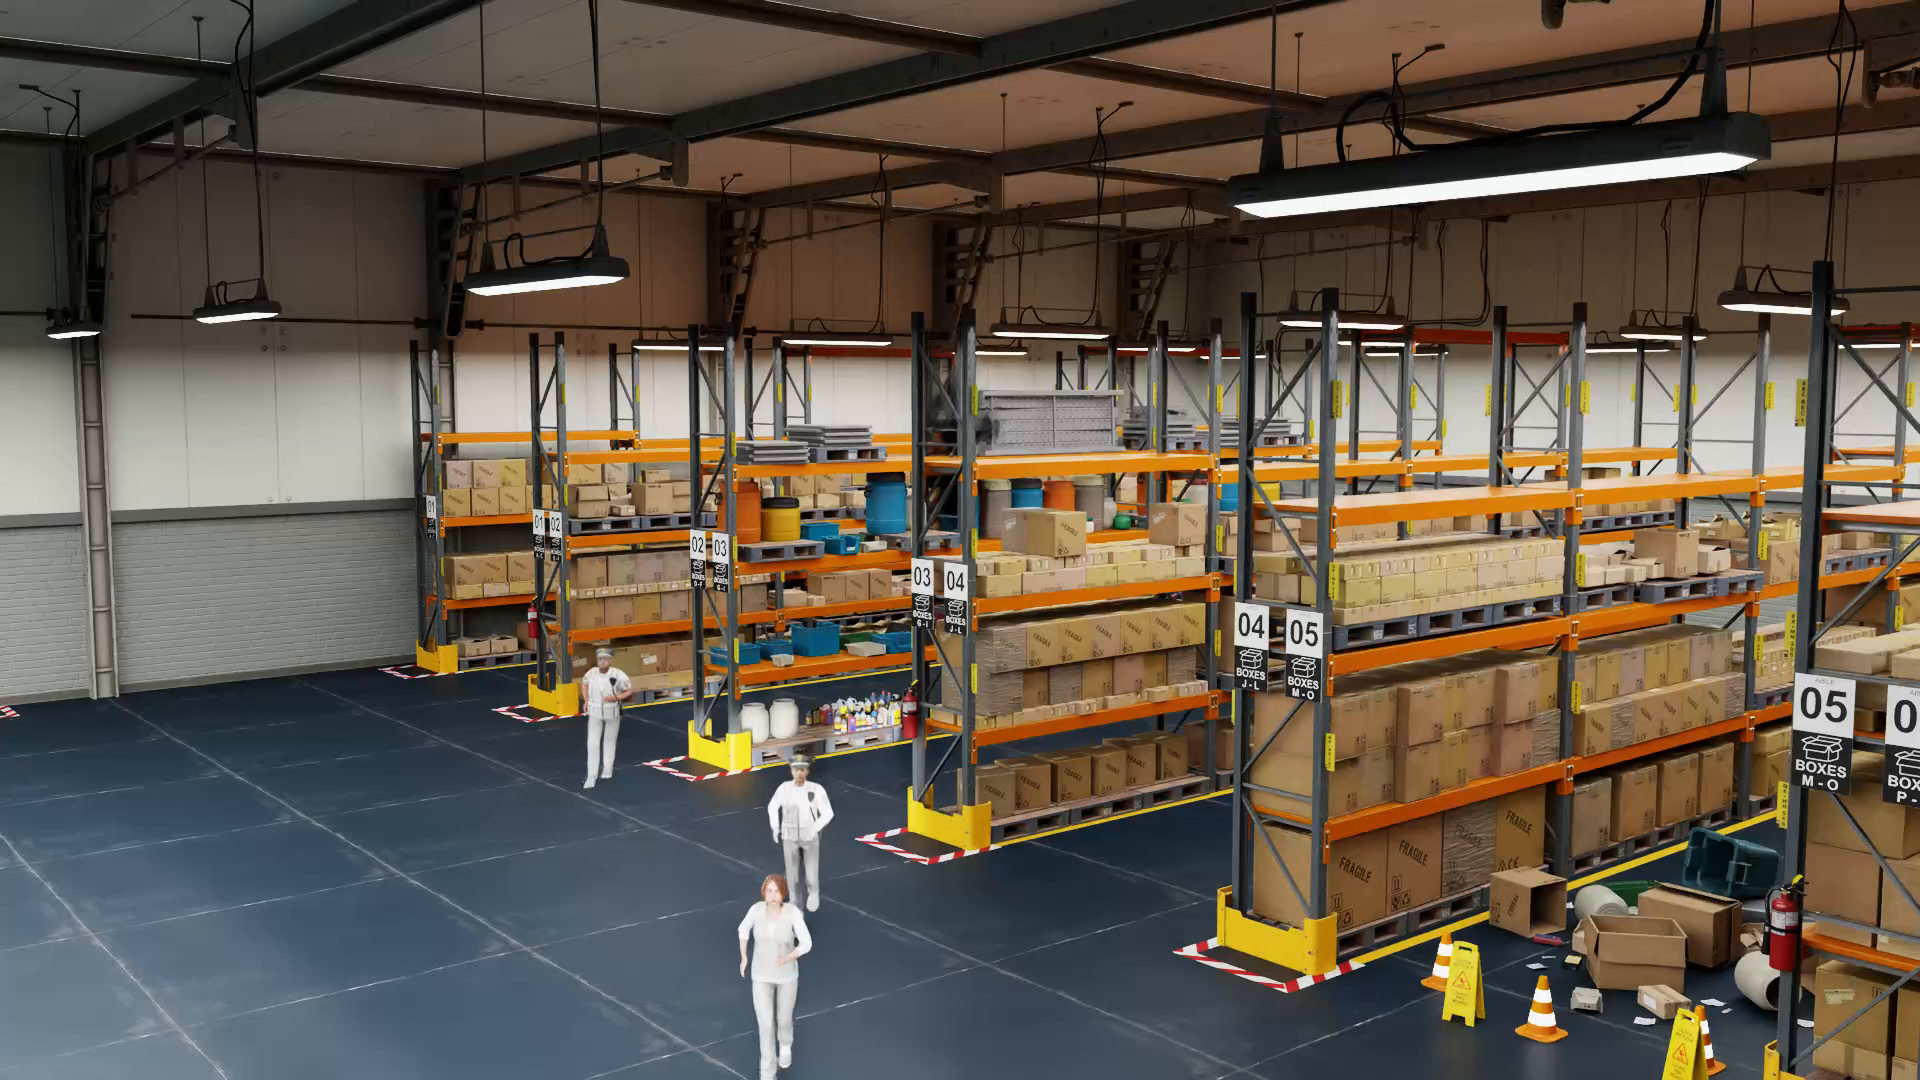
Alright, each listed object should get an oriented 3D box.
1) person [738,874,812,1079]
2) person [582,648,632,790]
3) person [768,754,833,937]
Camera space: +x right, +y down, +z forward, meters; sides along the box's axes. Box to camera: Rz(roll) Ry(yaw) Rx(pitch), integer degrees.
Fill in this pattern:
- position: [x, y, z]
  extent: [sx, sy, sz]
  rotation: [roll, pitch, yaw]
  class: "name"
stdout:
- position: [-1.361, 3.226, 12.227]
  extent: [0.547, 1.596, 0.817]
  rotation: [0, 5, -3]
  class: "person"
- position: [-4.590, 2.301, 21.621]
  extent: [0.662, 1.859, 0.728]
  rotation: [-1, 5, -6]
  class: "person"
- position: [-1.526, 2.858, 15.862]
  extent: [0.637, 1.682, 0.746]
  rotation: [0, 5, 0]
  class: "person"
